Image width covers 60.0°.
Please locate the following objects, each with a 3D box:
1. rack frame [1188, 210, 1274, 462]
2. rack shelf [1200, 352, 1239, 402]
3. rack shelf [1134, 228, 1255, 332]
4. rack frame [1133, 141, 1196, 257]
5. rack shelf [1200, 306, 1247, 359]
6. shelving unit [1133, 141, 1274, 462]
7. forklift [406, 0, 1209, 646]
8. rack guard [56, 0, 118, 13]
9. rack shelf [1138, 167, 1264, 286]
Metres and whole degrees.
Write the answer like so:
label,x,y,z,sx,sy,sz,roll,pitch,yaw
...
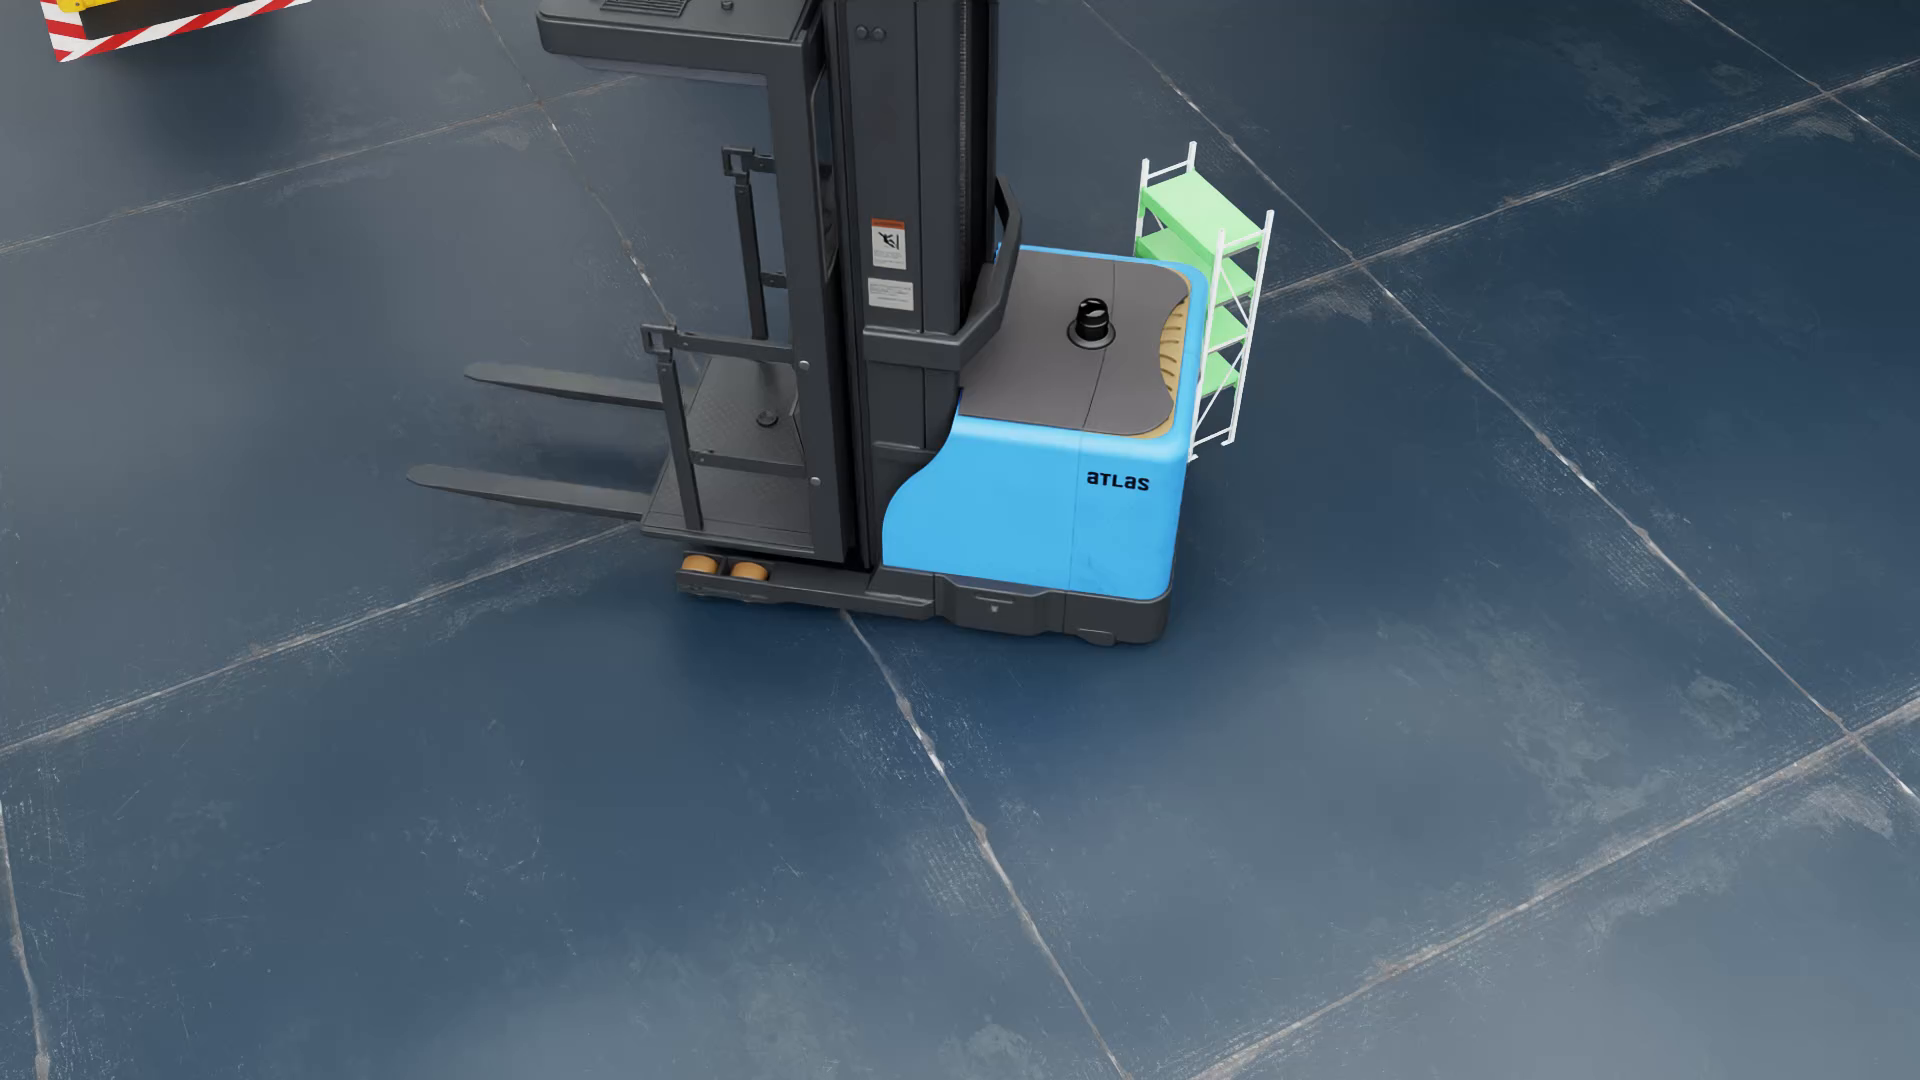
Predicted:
label,x,y,z,sx,sy,sz,roll,pitch,yaw
rack frame,1.046,-0.769,6.519,0.240,1.200,0.015,-24,53,-19
rack shelf,0.923,-0.728,6.886,0.258,0.148,0.480,-24,53,-19
rack shelf,0.923,-1.044,6.525,0.258,0.148,0.480,-24,53,-19
rack frame,0.800,-1.087,6.796,0.240,1.200,0.015,-24,53,-19
rack shelf,0.923,-0.886,6.705,0.258,0.148,0.480,-24,53,-19
shelving unit,0.923,-0.928,6.657,0.258,1.200,0.503,-24,53,-19
forklift,-0.640,-1.108,5.664,3.031,2.935,1.130,8,49,7
rack guard,-4.515,-3.378,9.265,1.175,0.500,0.348,-21,52,-18
rack shelf,0.923,-1.202,6.344,0.258,0.148,0.480,-24,53,-19
